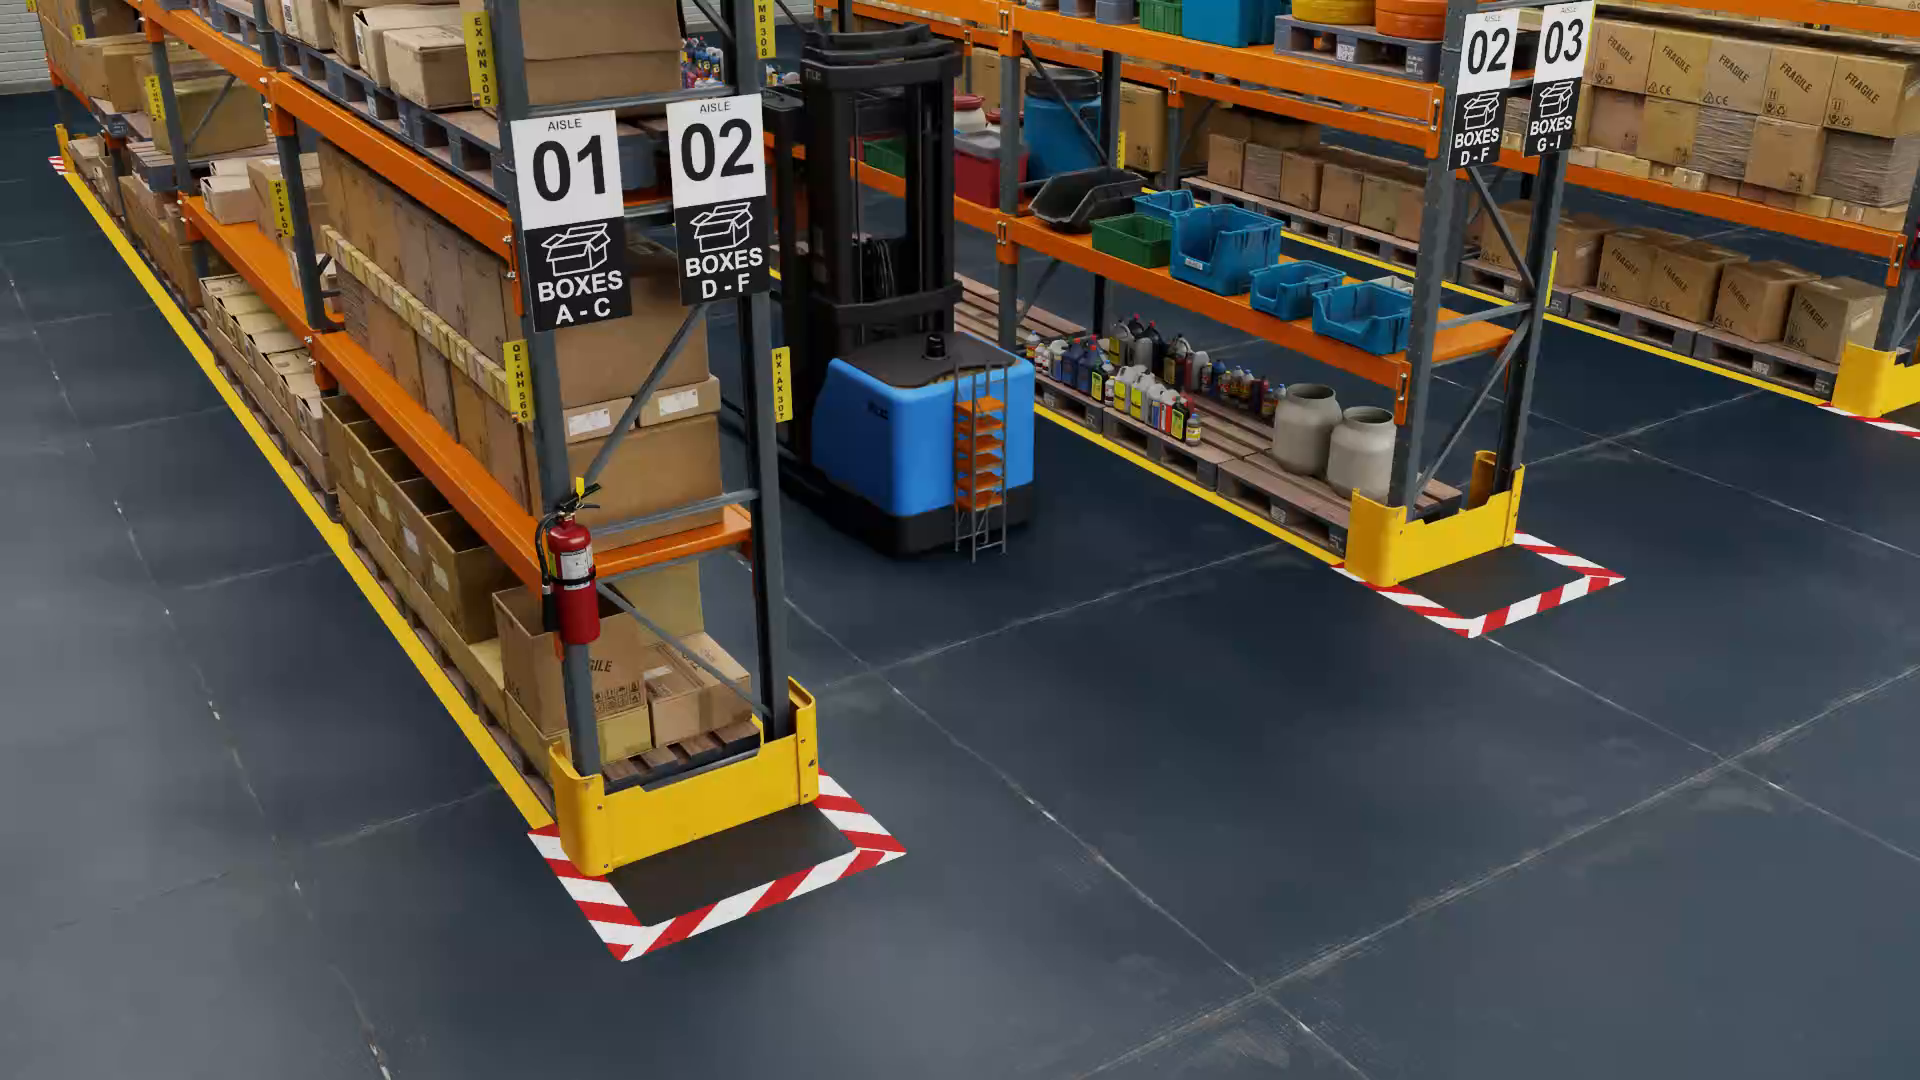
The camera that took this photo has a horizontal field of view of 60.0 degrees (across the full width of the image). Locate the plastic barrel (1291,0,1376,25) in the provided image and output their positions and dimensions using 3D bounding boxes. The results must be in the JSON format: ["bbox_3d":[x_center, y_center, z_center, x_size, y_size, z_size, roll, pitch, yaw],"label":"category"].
[{"bbox_3d":[2.196,-3.261,9.419,0.600,0.588,0.600,0,25,0],"label":"plastic barrel"}]

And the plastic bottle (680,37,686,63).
[{"bbox_3d":[-2.971,-5.235,17.884,0.144,0.351,0.185,-16,29,-30],"label":"plastic bottle"}]

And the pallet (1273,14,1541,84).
[{"bbox_3d":[2.555,-2.842,9.463,1.003,0.211,1.213,-16,29,-30],"label":"pallet"}]

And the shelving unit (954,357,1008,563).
[{"bbox_3d":[0.122,-0.466,9.831,0.258,1.200,0.189,-16,30,-30],"label":"shelving unit"}]

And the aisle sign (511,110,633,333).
[{"bbox_3d":[-1.438,-1.182,6.196,0.394,0.787,0.004,-16,29,-30],"label":"aisle sign"}]

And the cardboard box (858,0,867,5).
[{"bbox_3d":[-1.180,-7.444,22.800,0.380,0.149,0.250,-16,30,-31],"label":"cardboard box"}]

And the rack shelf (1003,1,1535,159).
[{"bbox_3d":[1.833,-2.998,10.416,1.077,0.370,4.000,-16,29,-30],"label":"rack shelf"}]

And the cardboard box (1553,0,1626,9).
[{"bbox_3d":[5.367,-4.372,14.360,0.500,0.500,0.500,-16,29,-30],"label":"cardboard box"}]

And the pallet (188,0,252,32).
[{"bbox_3d":[-4.536,-3.610,11.091,1.003,0.211,1.213,-14,29,-27],"label":"pallet"}]

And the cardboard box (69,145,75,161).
[{"bbox_3d":[-9.885,-4.420,18.903,0.380,0.166,0.250,-16,29,-30],"label":"cardboard box"}]

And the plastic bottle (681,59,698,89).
[{"bbox_3d":[-2.696,-4.612,16.563,0.144,0.351,0.185,-16,29,-30],"label":"plastic bottle"}]

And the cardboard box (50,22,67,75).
[{"bbox_3d":[-9.383,-5.283,17.810,0.500,0.500,0.500,-16,29,-30],"label":"cardboard box"}]

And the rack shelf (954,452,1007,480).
[{"bbox_3d":[0.122,-0.425,9.850,0.258,0.103,0.180,-16,30,-30],"label":"rack shelf"}]

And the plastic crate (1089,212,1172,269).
[{"bbox_3d":[1.246,-2.035,11.296,0.450,0.188,0.662,-16,29,-30],"label":"plastic crate"}]

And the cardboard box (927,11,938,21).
[{"bbox_3d":[-0.198,-6.801,21.437,0.380,0.149,0.250,-16,30,-30],"label":"cardboard box"}]

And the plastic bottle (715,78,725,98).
[{"bbox_3d":[-2.301,-4.298,15.991,0.097,0.271,0.097,0,25,0],"label":"plastic bottle"}]

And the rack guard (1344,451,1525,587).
[{"bbox_3d":[2.844,-0.138,9.956,1.175,0.500,0.348,-16,29,-30],"label":"rack guard"}]

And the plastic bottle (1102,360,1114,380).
[{"bbox_3d":[1.049,-1.151,11.855,0.097,0.271,0.097,0,25,0],"label":"plastic bottle"}]

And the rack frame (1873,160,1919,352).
[{"bbox_3d":[7.075,-2.406,11.833,1.000,3.000,0.127,-16,29,-30],"label":"rack frame"}]

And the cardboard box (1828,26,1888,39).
[{"bbox_3d":[9.275,-5.373,16.677,0.875,0.550,0.550,-16,29,-30],"label":"cardboard box"}]

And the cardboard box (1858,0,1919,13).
[{"bbox_3d":[6.599,-3.808,11.465,0.500,0.250,0.500,-15,29,-28],"label":"cardboard box"}]

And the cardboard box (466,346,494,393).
[{"bbox_3d":[-2.015,-0.805,7.564,0.380,0.149,0.250,-15,29,-29],"label":"cardboard box"}]

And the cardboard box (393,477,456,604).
[{"bbox_3d":[-2.599,-0.040,8.672,0.500,0.500,0.500,-16,29,-30],"label":"cardboard box"}]

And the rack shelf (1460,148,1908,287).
[{"bbox_3d":[5.983,-2.796,13.502,1.077,0.370,4.000,-16,29,-30],"label":"rack shelf"}]

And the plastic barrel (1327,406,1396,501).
[{"bbox_3d":[2.502,-0.534,10.290,0.421,0.512,0.421,0,25,0],"label":"plastic barrel"}]

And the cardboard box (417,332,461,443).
[{"bbox_3d":[-2.319,-0.867,8.456,0.700,0.500,0.500,-15,29,-28],"label":"cardboard box"}]

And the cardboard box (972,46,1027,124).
[{"bbox_3d":[0.890,-5.703,20.814,1.225,0.875,0.875,-15,29,-29],"label":"cardboard box"}]

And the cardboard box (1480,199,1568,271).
[{"bbox_3d":[5.076,-2.744,14.985,0.500,0.500,0.500,-17,30,-31],"label":"cardboard box"}]

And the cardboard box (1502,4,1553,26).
[{"bbox_3d":[4.924,-4.248,14.099,0.500,0.500,0.500,-16,29,-30],"label":"cardboard box"}]

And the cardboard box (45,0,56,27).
[{"bbox_3d":[-9.380,-5.733,17.593,0.500,0.500,0.500,-15,29,-29],"label":"cardboard box"}]

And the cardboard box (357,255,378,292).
[{"bbox_3d":[-3.003,-1.452,8.934,0.380,0.149,0.250,-16,30,-30],"label":"cardboard box"}]

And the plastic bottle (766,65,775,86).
[{"bbox_3d":[-1.899,-4.629,16.692,0.097,0.271,0.097,0,25,0],"label":"plastic bottle"}]

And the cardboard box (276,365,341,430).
[{"bbox_3d":[-4.161,-0.992,10.910,0.500,0.311,0.500,-15,29,-28],"label":"cardboard box"}]

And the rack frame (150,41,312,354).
[{"bbox_3d":[-5.595,-2.960,13.007,1.000,3.000,0.127,-16,29,-30],"label":"rack frame"}]

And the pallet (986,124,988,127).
[{"bbox_3d":[1.008,-5.179,20.973,1.003,0.211,1.213,-16,29,-30],"label":"pallet"}]

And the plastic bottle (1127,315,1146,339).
[{"bbox_3d":[1.334,-1.520,12.545,0.144,0.351,0.185,-16,30,-31],"label":"plastic bottle"}]

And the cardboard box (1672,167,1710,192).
[{"bbox_3d":[5.839,-2.858,13.085,0.380,0.149,0.250,-16,29,-30],"label":"cardboard box"}]

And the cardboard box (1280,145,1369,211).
[{"bbox_3d":[3.719,-3.704,16.996,0.700,0.500,0.500,-13,28,-25],"label":"cardboard box"}]

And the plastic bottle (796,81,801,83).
[{"bbox_3d":[-1.535,-4.252,15.888,0.152,0.276,0.135,-16,29,-30],"label":"plastic bottle"}]

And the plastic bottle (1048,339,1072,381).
[{"bbox_3d":[0.747,-1.324,12.217,0.152,0.276,0.135,-14,29,-28],"label":"plastic bottle"}]

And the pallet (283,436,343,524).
[{"bbox_3d":[-3.846,-0.523,11.110,1.003,0.211,1.213,-16,29,-30],"label":"pallet"}]

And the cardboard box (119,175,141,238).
[{"bbox_3d":[-7.718,-3.230,15.990,0.500,0.500,0.500,-17,30,-32],"label":"cardboard box"}]

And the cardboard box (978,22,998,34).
[{"bbox_3d":[0.566,-6.521,20.432,0.500,0.500,0.500,-15,29,-29],"label":"cardboard box"}]

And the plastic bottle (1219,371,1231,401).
[{"bbox_3d":[1.900,-1.100,11.829,0.097,0.201,0.097,0,25,0],"label":"plastic bottle"}]

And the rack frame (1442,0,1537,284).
[{"bbox_3d":[4.891,-3.837,14.864,1.000,3.000,0.127,-16,29,-30],"label":"rack frame"}]

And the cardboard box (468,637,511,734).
[{"bbox_3d":[-2.051,0.656,8.076,0.500,0.250,0.500,-16,29,-30],"label":"cardboard box"}]

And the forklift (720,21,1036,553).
[{"bbox_3d":[-0.772,-1.823,10.677,1.130,2.935,3.031,-16,30,-30],"label":"forklift"}]

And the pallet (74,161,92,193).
[{"bbox_3d":[-9.484,-4.248,19.002,1.003,0.211,1.213,-16,29,-30],"label":"pallet"}]

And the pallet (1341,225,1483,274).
[{"bbox_3d":[4.465,-2.854,16.048,1.003,0.211,1.213,-16,29,-30],"label":"pallet"}]

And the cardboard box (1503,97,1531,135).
[{"bbox_3d":[5.085,-3.841,14.407,0.875,0.500,0.500,-16,29,-30],"label":"cardboard box"}]

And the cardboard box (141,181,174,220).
[{"bbox_3d":[-6.898,-3.032,14.693,0.500,0.250,0.500,-16,30,-31],"label":"cardboard box"}]

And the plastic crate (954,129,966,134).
[{"bbox_3d":[-0.122,-2.997,13.104,0.392,0.384,0.575,-16,29,-30],"label":"plastic crate"}]

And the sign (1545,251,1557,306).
[{"bbox_3d":[3.388,-1.504,9.597,0.100,0.325,0.005,-16,29,-30],"label":"sign"}]

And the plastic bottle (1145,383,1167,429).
[{"bbox_3d":[1.365,-0.920,11.360,0.152,0.276,0.135,-16,30,-31],"label":"plastic bottle"}]

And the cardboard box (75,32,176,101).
[{"bbox_3d":[-7.707,-4.404,15.457,0.500,0.500,0.700,18,31,33],"label":"cardboard box"}]

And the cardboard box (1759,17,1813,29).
[{"bbox_3d":[8.826,-5.630,17.374,0.700,0.500,0.500,-16,30,-30],"label":"cardboard box"}]

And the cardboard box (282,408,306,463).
[{"bbox_3d":[-4.155,-0.738,11.029,0.500,0.250,0.500,-16,30,-30],"label":"cardboard box"}]

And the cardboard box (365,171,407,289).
[{"bbox_3d":[-2.614,-1.644,8.583,0.700,0.500,0.500,-16,29,-30],"label":"cardboard box"}]

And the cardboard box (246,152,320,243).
[{"bbox_3d":[-4.665,-2.409,11.722,0.500,0.500,0.500,-17,30,-32],"label":"cardboard box"}]
